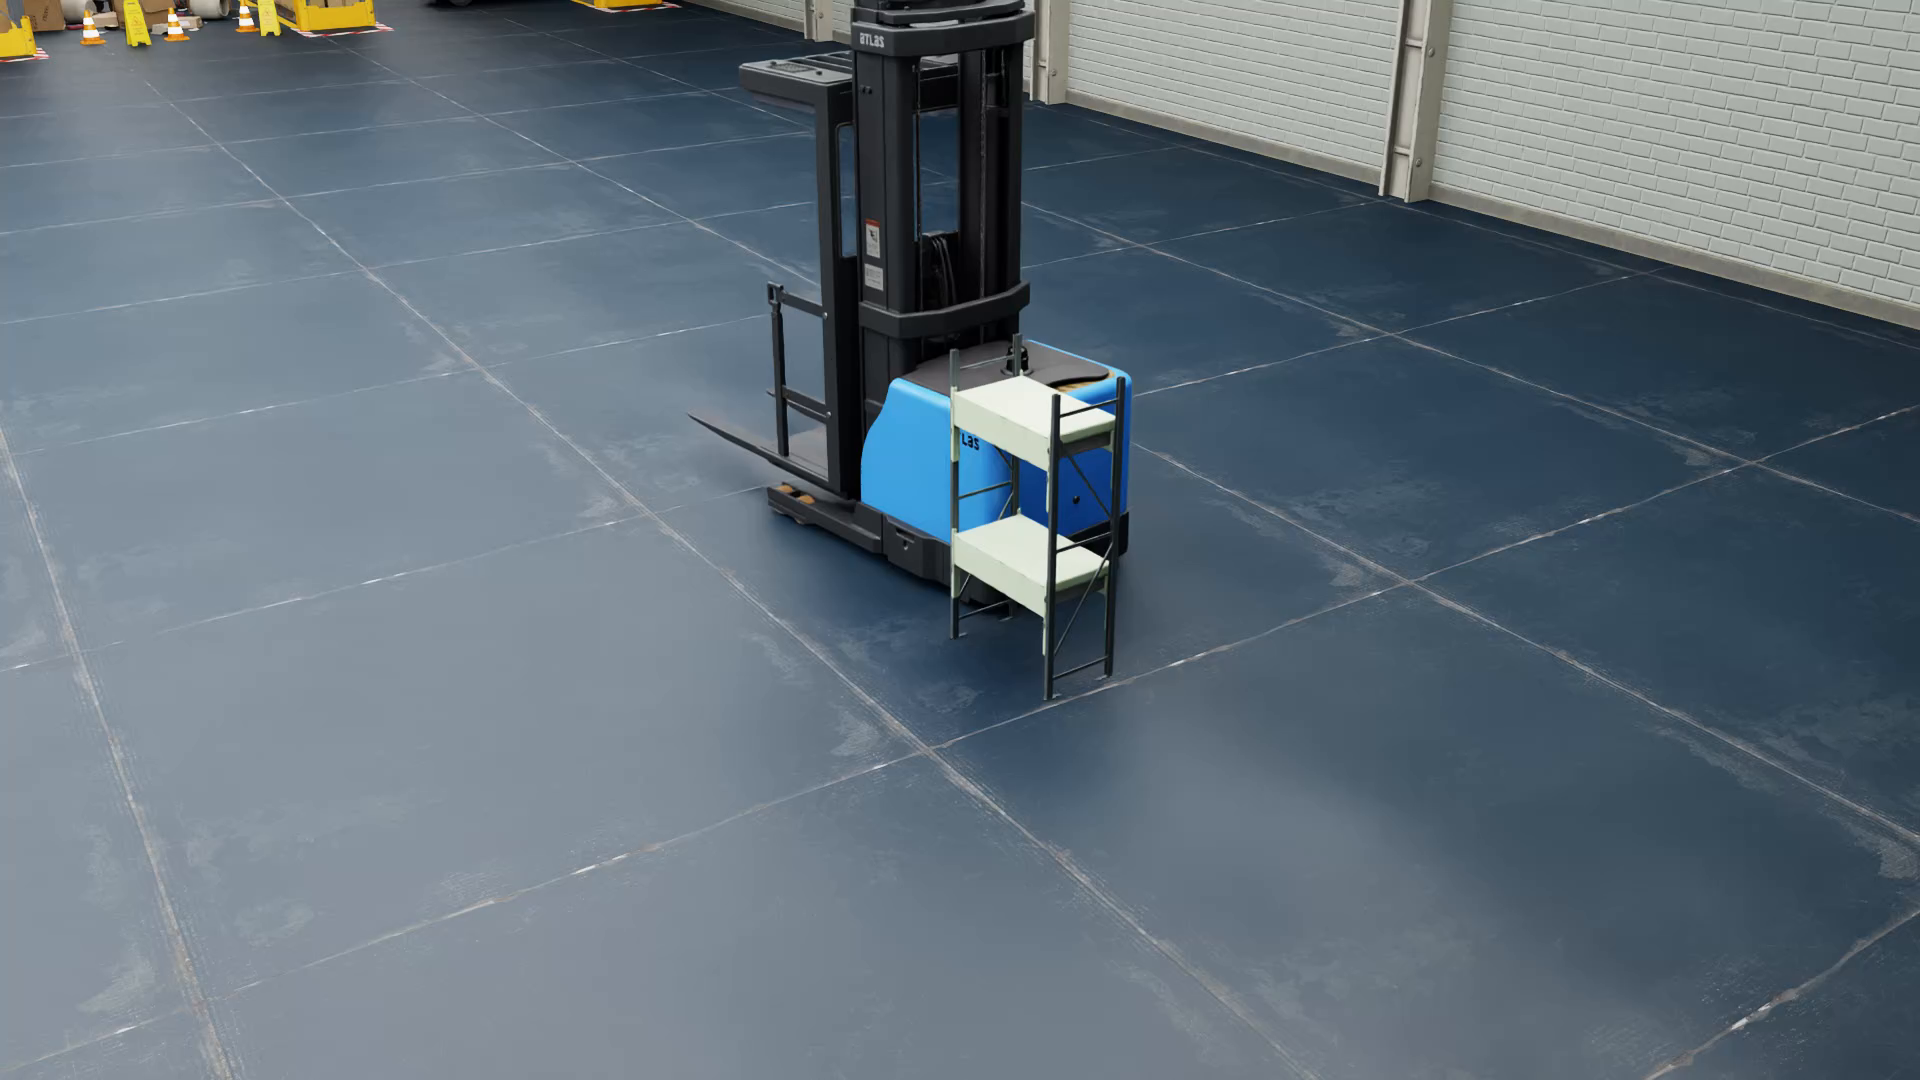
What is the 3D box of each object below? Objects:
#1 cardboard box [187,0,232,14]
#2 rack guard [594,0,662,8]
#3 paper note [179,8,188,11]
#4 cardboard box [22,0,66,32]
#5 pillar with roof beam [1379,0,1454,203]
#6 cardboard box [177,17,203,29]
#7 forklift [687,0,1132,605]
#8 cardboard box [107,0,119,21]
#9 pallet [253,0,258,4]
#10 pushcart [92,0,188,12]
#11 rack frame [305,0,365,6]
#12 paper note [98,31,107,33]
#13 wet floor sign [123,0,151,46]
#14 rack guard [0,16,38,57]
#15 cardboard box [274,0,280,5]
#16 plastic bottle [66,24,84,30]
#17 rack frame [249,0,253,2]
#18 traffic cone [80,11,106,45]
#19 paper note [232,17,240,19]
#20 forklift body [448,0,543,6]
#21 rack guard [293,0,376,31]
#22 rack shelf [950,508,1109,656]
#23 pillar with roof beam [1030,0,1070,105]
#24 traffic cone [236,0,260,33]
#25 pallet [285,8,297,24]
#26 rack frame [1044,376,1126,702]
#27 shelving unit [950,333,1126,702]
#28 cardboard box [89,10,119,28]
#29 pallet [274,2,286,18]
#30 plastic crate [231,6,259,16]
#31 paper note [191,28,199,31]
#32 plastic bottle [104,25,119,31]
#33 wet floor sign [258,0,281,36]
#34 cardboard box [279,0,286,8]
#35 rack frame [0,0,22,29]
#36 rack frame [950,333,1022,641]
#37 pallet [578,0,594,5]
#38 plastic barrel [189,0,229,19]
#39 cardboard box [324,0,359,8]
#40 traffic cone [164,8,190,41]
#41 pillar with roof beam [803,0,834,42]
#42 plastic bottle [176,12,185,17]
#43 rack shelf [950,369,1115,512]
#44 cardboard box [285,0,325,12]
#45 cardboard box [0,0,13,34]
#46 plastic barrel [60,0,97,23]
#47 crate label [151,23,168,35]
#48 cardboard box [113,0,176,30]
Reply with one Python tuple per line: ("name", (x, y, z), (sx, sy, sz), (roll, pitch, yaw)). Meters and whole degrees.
("cardboard box", (-12.705, -9.176, 28.098), (0.500, 0.500, 0.500), (3, 25, 6))
("rack guard", (-5.797, -9.594, 28.987), (1.175, 0.500, 0.348), (-16, 29, -30))
("paper note", (-13.290, -9.075, 28.439), (0.148, 0.019, 0.142), (-16, 29, -30))
("cardboard box", (-14.535, -8.370, 26.392), (0.500, 0.500, 0.500), (-10, 27, -21))
("pillar with roof beam", (0.784, -6.463, 12.400), (9.100, 9.000, 0.400), (-16, 29, -30))
("cardboard box", (-12.374, -8.283, 26.622), (0.380, 0.149, 0.250), (-1, 25, -3))
("forklift", (-0.455, -1.541, 9.081), (1.130, 2.935, 3.031), (-21, 32, -37))
("cardboard box", (-13.564, -8.878, 27.308), (0.797, 0.637, 0.503), (-16, 29, -30))
("pallet", (-11.754, -9.512, 29.153), (1.003, 0.211, 1.213), (-16, 29, -30))
("pushcart", (-14.033, -9.270, 28.445), (0.936, 0.377, 1.648), (18, 31, 33))
("rack frame", (-9.967, -9.575, 26.018), (1.000, 3.000, 0.127), (-16, 29, -30))
("paper note", (-13.470, -7.983, 26.127), (0.144, 0.017, 0.142), (-6, 26, -12))
("wet floor sign", (-12.384, -7.771, 24.956), (0.267, 0.644, 0.232), (-22, 33, -38))
("rack guard", (-14.046, -7.246, 24.013), (1.175, 0.500, 0.348), (-16, 29, -30))
("cardboard box", (-11.200, -9.120, 27.785), (0.500, 0.250, 0.500), (-17, 30, -31))
("plastic bottle", (-14.067, -8.174, 26.494), (0.133, 0.061, 0.283), (18, 31, 33))
("rack frame", (-12.150, -11.005, 29.049), (1.000, 3.000, 0.127), (-16, 29, -30))
("traffic cone", (-13.159, -7.759, 25.143), (0.336, 0.463, 0.334), (-16, 29, -30))
("paper note", (-11.960, -8.651, 27.539), (0.148, 0.019, 0.142), (18, 31, 33))
("forklift body", (-8.374, -10.602, 29.189), (2.313, 2.155, 1.214), (-16, 29, -30))
("rack guard", (-10.008, -8.471, 26.609), (1.175, 0.500, 0.348), (-16, 29, -30))
("rack shelf", (0.338, 0.184, 7.867), (0.431, 0.370, 0.720), (-17, 30, -32))
("pillar with roof beam", (-2.491, -8.609, 16.946), (9.100, 9.000, 0.400), (-16, 29, -30))
("traffic cone", (-11.282, -8.281, 26.249), (0.336, 0.463, 0.334), (-16, 29, -30))
("pallet", (-10.422, -8.640, 27.304), (1.003, 0.211, 1.213), (-16, 29, -30))
("rack frame", (0.555, 0.015, 7.461), (0.400, 1.500, 0.023), (-17, 30, -32))
("shelving unit", (0.338, -0.111, 7.728), (0.431, 1.500, 0.755), (-17, 30, -32))
("cardboard box", (-13.761, -8.394, 26.719), (0.396, 0.266, 0.258), (-10, 27, -21))
("pallet", (-11.084, -9.075, 28.227), (1.003, 0.211, 1.213), (-16, 29, -30))
("plastic crate", (-11.980, -8.932, 28.078), (0.583, 0.080, 0.402), (18, 31, 33))
("paper note", (-12.150, -8.106, 26.386), (0.142, 0.019, 0.148), (18, 31, 33))
("plastic bottle", (-13.500, -8.146, 26.434), (0.283, 0.061, 0.133), (18, 31, 33))
("wet floor sign", (-10.759, -8.193, 25.849), (0.267, 0.644, 0.232), (-6, 26, -12))
("cardboard box", (-10.910, -8.935, 27.391), (0.500, 0.250, 0.500), (-15, 29, -29))
("rack frame", (-14.059, -8.385, 23.498), (1.000, 3.000, 0.127), (-16, 29, -30))
("rack frame", (0.121, -0.237, 7.995), (0.400, 1.500, 0.023), (-17, 30, -32))
("pallet", (-6.262, -9.735, 29.625), (1.003, 0.211, 1.213), (-16, 29, -30))
("plastic barrel", (-12.363, -8.795, 27.386), (0.512, 0.421, 0.421), (3, 25, 6))
("cardboard box", (-10.175, -8.874, 27.263), (0.500, 0.250, 0.500), (-16, 30, -30))
("traffic cone", (-12.027, -7.900, 25.443), (0.336, 0.463, 0.334), (-16, 29, -30))
("pillar with roof beam", (-5.766, -10.755, 21.492), (9.100, 9.000, 0.400), (-16, 29, -30))
("plastic bottle", (-13.017, -8.778, 27.773), (0.133, 0.061, 0.283), (-10, 27, -21))
("rack shelf", (0.338, -0.464, 7.561), (0.431, 0.370, 0.720), (-17, 30, -32))
("cardboard box", (-10.646, -8.756, 27.013), (0.500, 0.250, 0.500), (-16, 29, -30))
("cardboard box", (-14.484, -7.841, 24.343), (0.875, 0.875, 0.875), (-15, 29, -29))
("plastic barrel", (-14.338, -8.602, 26.976), (0.512, 0.421, 0.421), (3, 25, 6))
("crate label", (-12.508, -8.020, 26.078), (0.298, 0.136, 0.250), (12, 28, 24))
("cardboard box", (-13.047, -8.484, 26.632), (0.637, 0.503, 0.797), (7, 26, 15))
